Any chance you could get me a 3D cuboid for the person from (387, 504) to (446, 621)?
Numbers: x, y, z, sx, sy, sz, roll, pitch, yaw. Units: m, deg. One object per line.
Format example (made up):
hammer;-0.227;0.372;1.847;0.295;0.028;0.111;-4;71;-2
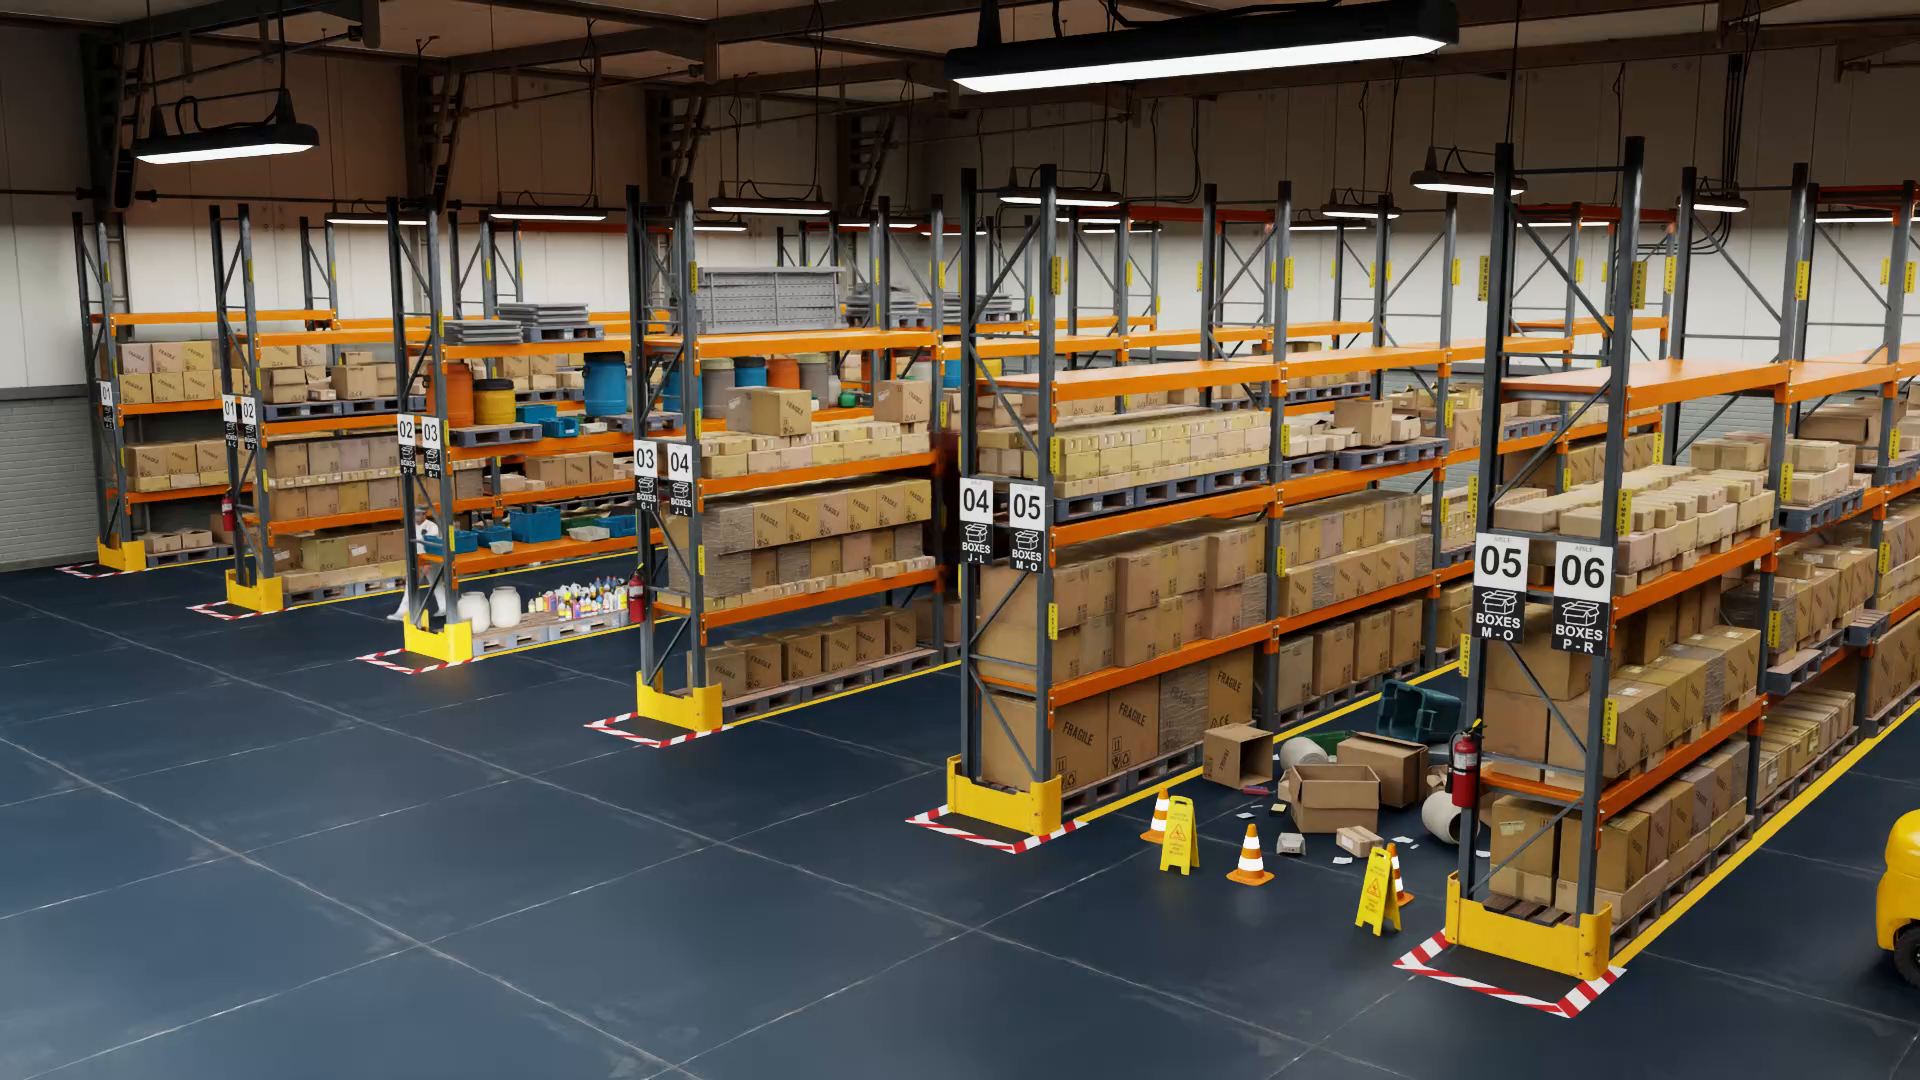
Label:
person;-7.803;0.326;24.006;0.563;1.704;1.080;2;10;11
